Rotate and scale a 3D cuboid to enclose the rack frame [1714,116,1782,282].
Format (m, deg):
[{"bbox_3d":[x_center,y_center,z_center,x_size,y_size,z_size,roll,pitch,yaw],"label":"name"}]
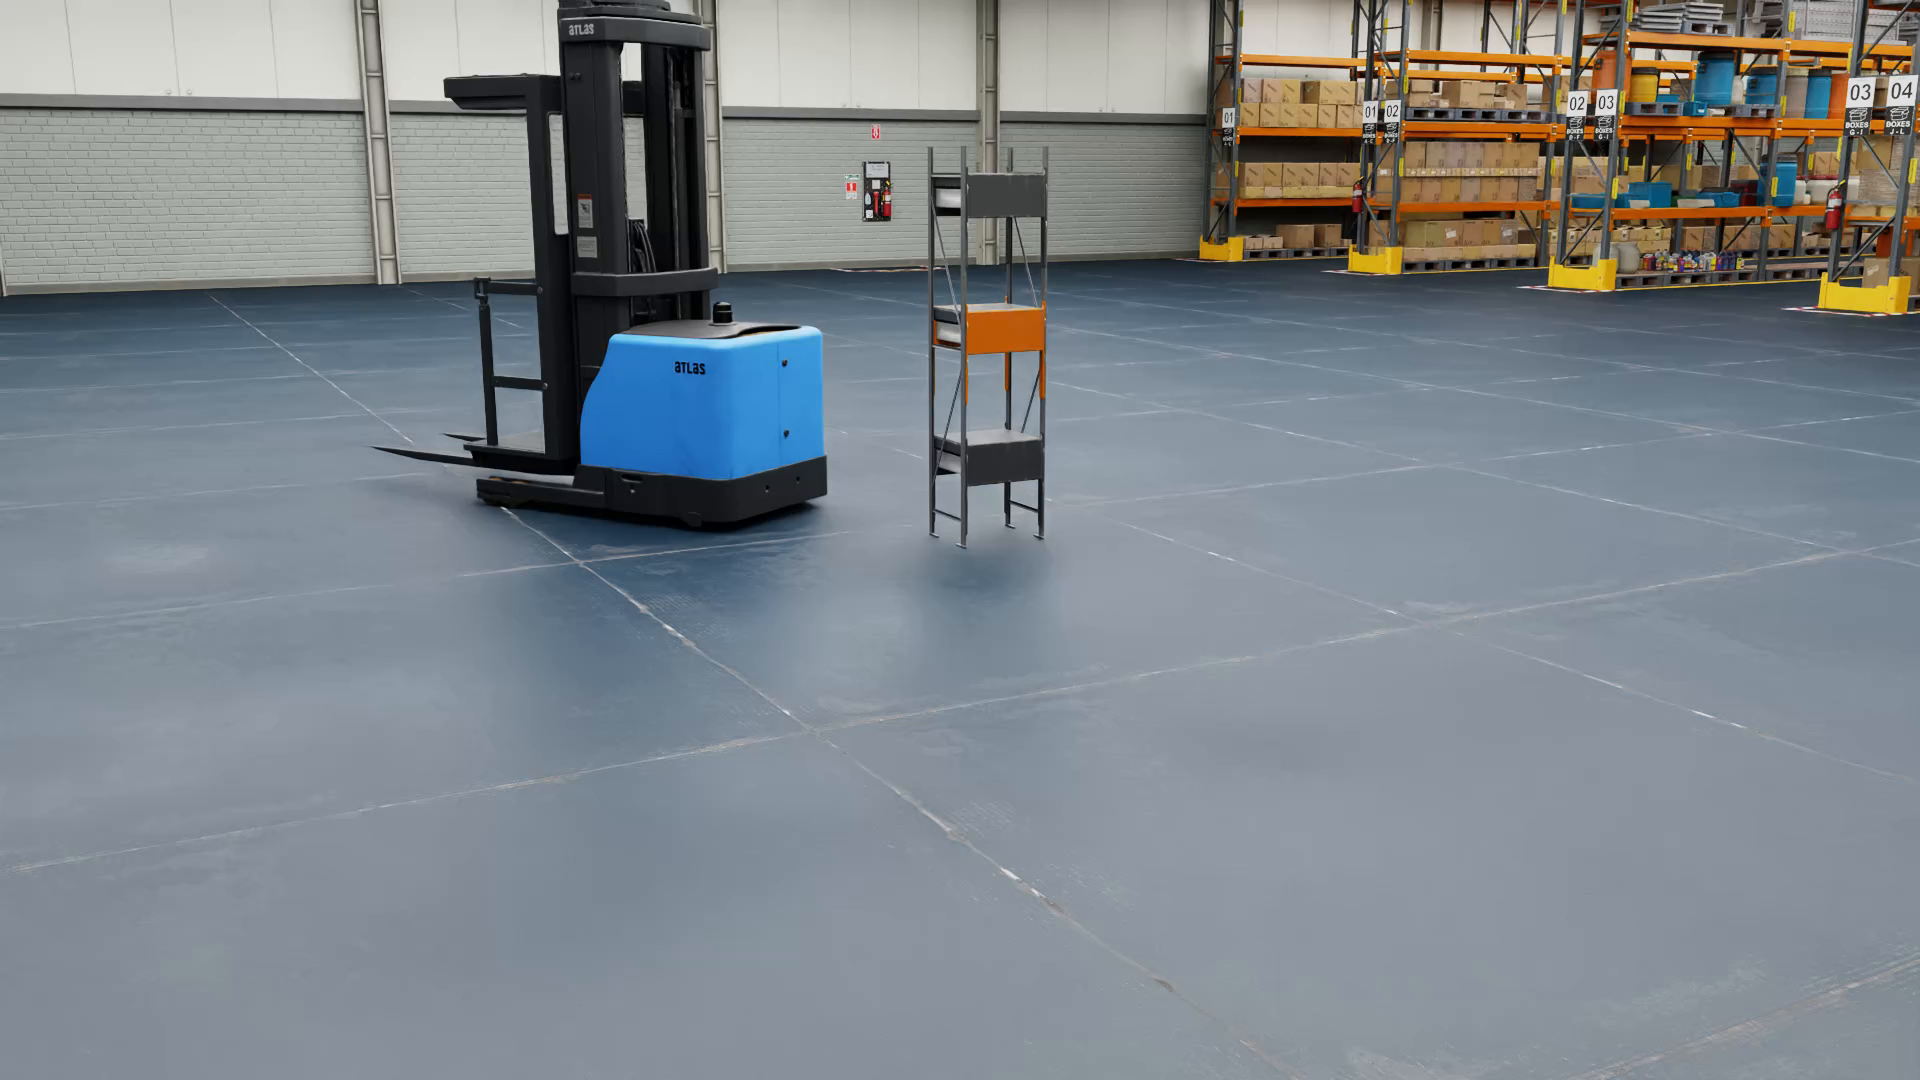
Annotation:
[{"bbox_3d":[13.893,-6.103,29.394,0.127,3.000,1.000,-7,14,-28],"label":"rack frame"}]

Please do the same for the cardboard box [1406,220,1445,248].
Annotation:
[{"bbox_3d":[9.028,-5.933,32.237,0.500,0.500,0.500,-7,14,-28],"label":"cardboard box"}]

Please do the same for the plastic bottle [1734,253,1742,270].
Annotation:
[{"bbox_3d":[13.629,-4.878,29.137,0.133,0.283,0.061,-6,14,-25],"label":"plastic bottle"}]

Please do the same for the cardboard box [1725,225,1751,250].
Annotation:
[{"bbox_3d":[16.926,-6.630,36.430,0.500,0.500,0.500,-7,15,-30],"label":"cardboard box"}]

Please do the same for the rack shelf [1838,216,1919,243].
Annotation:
[{"bbox_3d":[14.511,-4.587,24.297,4.000,0.370,1.077,-7,14,-28],"label":"rack shelf"}]

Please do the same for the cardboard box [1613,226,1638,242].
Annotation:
[{"bbox_3d":[13.795,-6.404,34.764,0.500,0.311,0.500,-7,14,-28],"label":"cardboard box"}]

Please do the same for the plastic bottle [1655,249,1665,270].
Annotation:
[{"bbox_3d":[12.284,-4.936,29.241,0.185,0.351,0.144,-6,14,-26],"label":"plastic bottle"}]

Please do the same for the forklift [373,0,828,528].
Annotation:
[{"bbox_3d":[-2.332,-1.713,10.044,3.031,2.935,1.130,7,15,29],"label":"forklift"}]

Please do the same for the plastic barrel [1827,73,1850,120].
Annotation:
[{"bbox_3d":[16.005,-8.083,30.384,0.708,0.830,0.600,-7,14,-28],"label":"plastic barrel"}]

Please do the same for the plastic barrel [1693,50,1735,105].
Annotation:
[{"bbox_3d":[12.969,-7.931,28.590,0.708,0.901,0.600,-7,14,-28],"label":"plastic barrel"}]

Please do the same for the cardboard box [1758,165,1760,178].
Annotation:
[{"bbox_3d":[17.449,-8.062,36.915,0.500,0.500,0.700,-4,13,-19],"label":"cardboard box"}]

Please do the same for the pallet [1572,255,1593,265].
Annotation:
[{"bbox_3d":[13.223,-5.912,34.896,1.213,0.211,1.003,-7,14,-28],"label":"pallet"}]

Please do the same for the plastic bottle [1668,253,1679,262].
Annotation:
[{"bbox_3d":[12.540,-4.893,29.221,0.135,0.276,0.152,-7,14,-28],"label":"plastic bottle"}]

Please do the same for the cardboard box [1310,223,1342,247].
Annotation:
[{"bbox_3d":[8.255,-6.890,37.585,0.500,0.500,0.500,-8,15,-32],"label":"cardboard box"}]

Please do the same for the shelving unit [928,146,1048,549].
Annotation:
[{"bbox_3d":[0.145,-1.042,8.956,0.503,2.100,0.431,-7,14,-28],"label":"shelving unit"}]

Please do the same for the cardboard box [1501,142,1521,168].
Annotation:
[{"bbox_3d":[10.694,-7.638,33.034,0.500,0.500,0.700,-7,14,-28],"label":"cardboard box"}]

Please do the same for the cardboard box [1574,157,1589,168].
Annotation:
[{"bbox_3d":[14.980,-9.219,40.583,0.500,0.250,0.500,-7,14,-27],"label":"cardboard box"}]

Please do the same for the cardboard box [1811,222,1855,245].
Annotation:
[{"bbox_3d":[20.192,-7.095,38.486,0.637,0.503,0.797,-7,14,-28],"label":"cardboard box"}]

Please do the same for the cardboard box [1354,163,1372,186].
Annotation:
[{"bbox_3d":[8.880,-8.205,37.324,0.500,0.500,0.500,-7,14,-28],"label":"cardboard box"}]

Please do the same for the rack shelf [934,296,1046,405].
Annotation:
[{"bbox_3d":[0.145,-1.028,8.959,0.480,0.518,0.431,-7,14,-28],"label":"rack shelf"}]

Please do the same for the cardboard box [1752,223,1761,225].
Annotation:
[{"bbox_3d":[18.004,-6.890,37.586,0.500,0.500,0.500,-8,15,-30],"label":"cardboard box"}]

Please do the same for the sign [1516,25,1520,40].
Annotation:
[{"bbox_3d":[12.926,-11.750,38.518,0.005,0.325,0.100,-7,14,-28],"label":"sign"}]

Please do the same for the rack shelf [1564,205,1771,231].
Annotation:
[{"bbox_3d":[12.138,-5.541,28.538,4.000,0.370,1.077,-7,14,-28],"label":"rack shelf"}]

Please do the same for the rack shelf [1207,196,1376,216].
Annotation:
[{"bbox_3d":[7.391,-7.451,37.022,4.000,0.370,1.077,-7,14,-28],"label":"rack shelf"}]

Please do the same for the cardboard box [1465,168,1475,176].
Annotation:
[{"bbox_3d":[9.810,-7.163,32.402,0.250,0.149,0.380,-7,14,-27],"label":"cardboard box"}]

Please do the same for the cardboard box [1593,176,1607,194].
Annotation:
[{"bbox_3d":[13.107,-7.292,34.452,0.500,0.500,0.500,-7,14,-28],"label":"cardboard box"}]

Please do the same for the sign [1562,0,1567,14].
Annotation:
[{"bbox_3d":[11.768,-10.408,32.372,0.005,0.325,0.100,-7,14,-28],"label":"sign"}]

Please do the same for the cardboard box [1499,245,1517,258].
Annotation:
[{"bbox_3d":[10.777,-5.779,33.264,0.500,0.250,0.500,-7,14,-28],"label":"cardboard box"}]

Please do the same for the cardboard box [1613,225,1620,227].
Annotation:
[{"bbox_3d":[13.977,-6.560,35.456,0.500,0.311,0.500,-7,15,-29],"label":"cardboard box"}]

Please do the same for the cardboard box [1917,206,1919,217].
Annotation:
[{"bbox_3d":[13.349,-4.611,23.340,0.250,0.149,0.380,-7,14,-28],"label":"cardboard box"}]

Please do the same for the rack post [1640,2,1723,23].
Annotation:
[{"bbox_3d":[12.068,-8.782,27.807,0.954,0.300,0.937,-7,15,-29],"label":"rack post"}]

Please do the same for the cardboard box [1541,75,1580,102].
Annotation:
[{"bbox_3d":[12.084,-9.076,33.451,0.500,0.500,0.500,-7,14,-27],"label":"cardboard box"}]

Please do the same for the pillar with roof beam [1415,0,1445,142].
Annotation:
[{"bbox_3d":[13.165,-10.560,35.536,0.400,9.000,9.100,-7,14,-28],"label":"pillar with roof beam"}]

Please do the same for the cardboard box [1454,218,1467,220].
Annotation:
[{"bbox_3d":[10.089,-6.193,33.395,0.500,0.500,0.500,-7,14,-28],"label":"cardboard box"}]

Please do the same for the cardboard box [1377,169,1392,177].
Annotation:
[{"bbox_3d":[8.256,-7.079,32.027,0.250,0.149,0.380,-7,15,-29],"label":"cardboard box"}]

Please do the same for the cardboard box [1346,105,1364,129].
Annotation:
[{"bbox_3d":[8.820,-9.433,37.086,0.500,0.500,0.500,-6,14,-26],"label":"cardboard box"}]

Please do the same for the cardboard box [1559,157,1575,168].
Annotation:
[{"bbox_3d":[14.533,-9.165,40.344,0.500,0.250,0.500,-7,15,-29],"label":"cardboard box"}]

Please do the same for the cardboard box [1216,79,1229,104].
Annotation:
[{"bbox_3d":[5.889,-9.697,35.981,0.500,0.500,0.500,-6,14,-25],"label":"cardboard box"}]

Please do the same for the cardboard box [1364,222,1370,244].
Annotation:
[{"bbox_3d":[9.785,-7.088,38.462,0.500,0.500,0.700,-6,14,-26],"label":"cardboard box"}]

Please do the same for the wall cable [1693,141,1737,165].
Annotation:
[{"bbox_3d":[20.350,-10.087,44.784,1.851,1.984,0.084,-7,14,-28],"label":"wall cable"}]

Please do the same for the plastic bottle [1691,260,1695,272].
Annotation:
[{"bbox_3d":[12.599,-4.719,28.617,0.097,0.201,0.097,0,13,0],"label":"plastic bottle"}]

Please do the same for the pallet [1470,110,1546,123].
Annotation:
[{"bbox_3d":[10.787,-8.383,32.897,1.213,0.211,1.003,-7,14,-28],"label":"pallet"}]

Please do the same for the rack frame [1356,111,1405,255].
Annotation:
[{"bbox_3d":[8.012,-6.637,31.768,0.127,3.000,1.000,-7,14,-28],"label":"rack frame"}]

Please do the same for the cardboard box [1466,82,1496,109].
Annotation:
[{"bbox_3d":[10.017,-8.696,32.574,0.637,0.503,0.797,-5,14,-22],"label":"cardboard box"}]

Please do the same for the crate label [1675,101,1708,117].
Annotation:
[{"bbox_3d":[12.184,-7.206,27.803,0.408,0.251,0.502,-7,14,-28],"label":"crate label"}]

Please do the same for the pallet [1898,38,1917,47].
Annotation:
[{"bbox_3d":[18.052,-9.233,30.981,1.003,0.211,1.213,-7,14,-28],"label":"pallet"}]

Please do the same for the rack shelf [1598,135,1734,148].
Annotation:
[{"bbox_3d":[17.924,-10.176,42.302,4.000,0.370,1.077,-7,14,-28],"label":"rack shelf"}]

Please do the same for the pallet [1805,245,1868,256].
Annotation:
[{"bbox_3d":[20.221,-6.740,38.578,1.213,0.211,1.003,-7,14,-28],"label":"pallet"}]

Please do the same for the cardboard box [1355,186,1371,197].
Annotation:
[{"bbox_3d":[8.876,-7.840,37.411,0.500,0.250,0.500,-7,14,-28],"label":"cardboard box"}]

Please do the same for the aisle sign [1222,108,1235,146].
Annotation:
[{"bbox_3d":[5.716,-8.794,35.432,0.004,0.787,0.394,-7,14,-28],"label":"aisle sign"}]

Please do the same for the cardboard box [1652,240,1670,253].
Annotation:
[{"bbox_3d":[14.689,-6.240,35.308,0.500,0.250,0.500,-6,14,-27],"label":"cardboard box"}]

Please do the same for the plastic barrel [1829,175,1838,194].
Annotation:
[{"bbox_3d":[15.862,-6.350,30.184,0.433,0.535,0.433,0,13,0],"label":"plastic barrel"}]

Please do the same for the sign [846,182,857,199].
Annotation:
[{"bbox_3d":[-2.153,-6.927,32.975,0.234,0.329,0.001,-7,14,-28],"label":"sign"}]

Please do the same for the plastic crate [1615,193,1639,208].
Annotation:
[{"bbox_3d":[11.251,-5.787,28.330,0.408,0.251,0.499,-7,14,-28],"label":"plastic crate"}]

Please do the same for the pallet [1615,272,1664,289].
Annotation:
[{"bbox_3d":[11.142,-4.423,28.282,1.213,0.211,1.003,-7,14,-28],"label":"pallet"}]

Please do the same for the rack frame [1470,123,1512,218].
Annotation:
[{"bbox_3d":[12.657,-8.433,39.748,0.127,3.000,1.000,-7,14,-28],"label":"rack frame"}]
